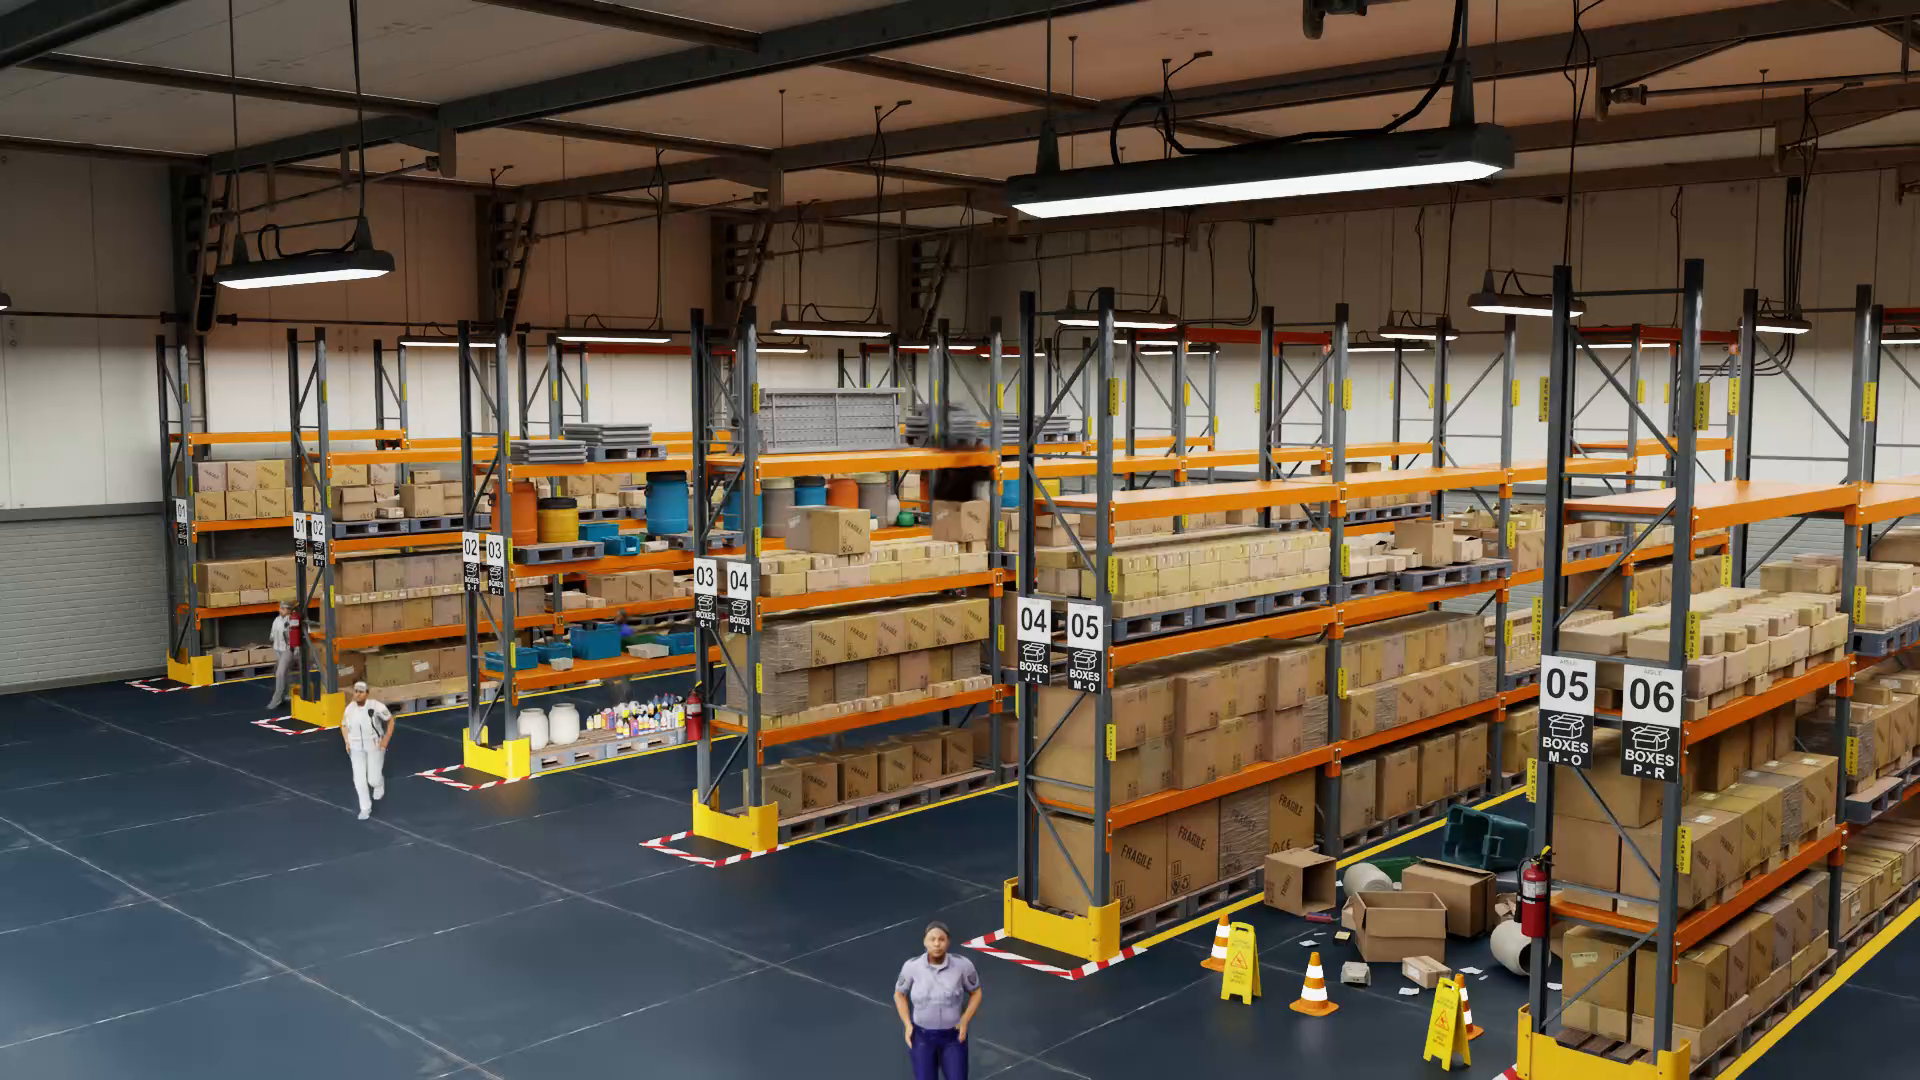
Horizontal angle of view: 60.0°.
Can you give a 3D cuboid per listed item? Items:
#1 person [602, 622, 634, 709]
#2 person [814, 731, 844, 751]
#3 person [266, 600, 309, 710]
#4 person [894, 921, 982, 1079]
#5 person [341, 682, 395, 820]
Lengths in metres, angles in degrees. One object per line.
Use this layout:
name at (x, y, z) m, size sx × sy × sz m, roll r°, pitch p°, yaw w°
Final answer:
person at (-5.331, 1.997, 26.072) m, size 0.526 × 1.436 × 0.586 m, roll 3°, pitch 6°, yaw 26°
person at (-1.723, 2.243, 22.308) m, size 0.411 × 1.652 × 0.499 m, roll 4°, pitch 7°, yaw 36°
person at (-10.813, 1.802, 26.683) m, size 0.640 × 1.719 × 0.829 m, roll 3°, pitch 6°, yaw 25°
person at (-0.148, 3.326, 11.136) m, size 0.594 × 1.601 × 0.556 m, roll 0°, pitch 5°, yaw 0°
person at (-7.093, 2.496, 19.957) m, size 0.615 × 1.653 × 0.620 m, roll 0°, pitch 5°, yaw -4°
